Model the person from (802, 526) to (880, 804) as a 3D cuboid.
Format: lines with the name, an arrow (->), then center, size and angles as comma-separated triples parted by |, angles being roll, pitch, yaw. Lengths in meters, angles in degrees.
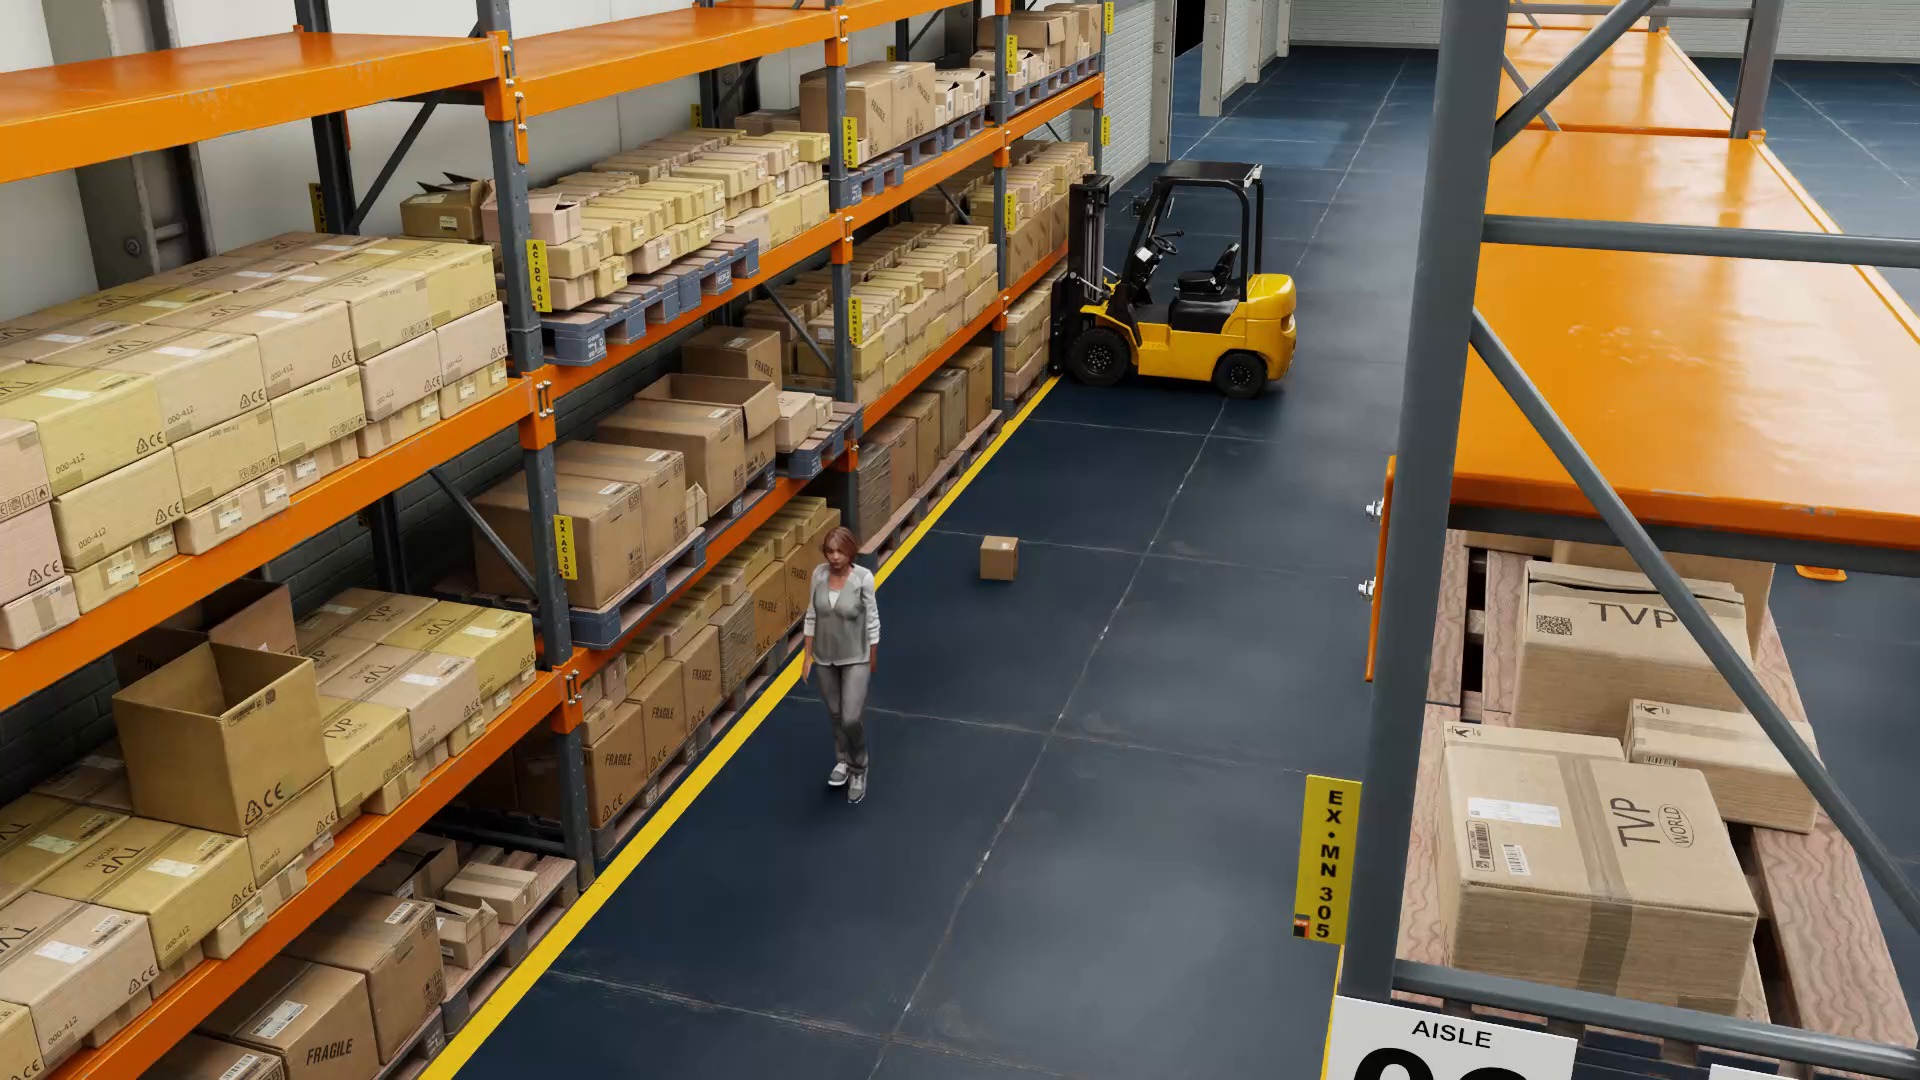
person -> -0.673, 0.700, 9.363 | 0.412, 1.629, 0.446 | 8, 23, 18
